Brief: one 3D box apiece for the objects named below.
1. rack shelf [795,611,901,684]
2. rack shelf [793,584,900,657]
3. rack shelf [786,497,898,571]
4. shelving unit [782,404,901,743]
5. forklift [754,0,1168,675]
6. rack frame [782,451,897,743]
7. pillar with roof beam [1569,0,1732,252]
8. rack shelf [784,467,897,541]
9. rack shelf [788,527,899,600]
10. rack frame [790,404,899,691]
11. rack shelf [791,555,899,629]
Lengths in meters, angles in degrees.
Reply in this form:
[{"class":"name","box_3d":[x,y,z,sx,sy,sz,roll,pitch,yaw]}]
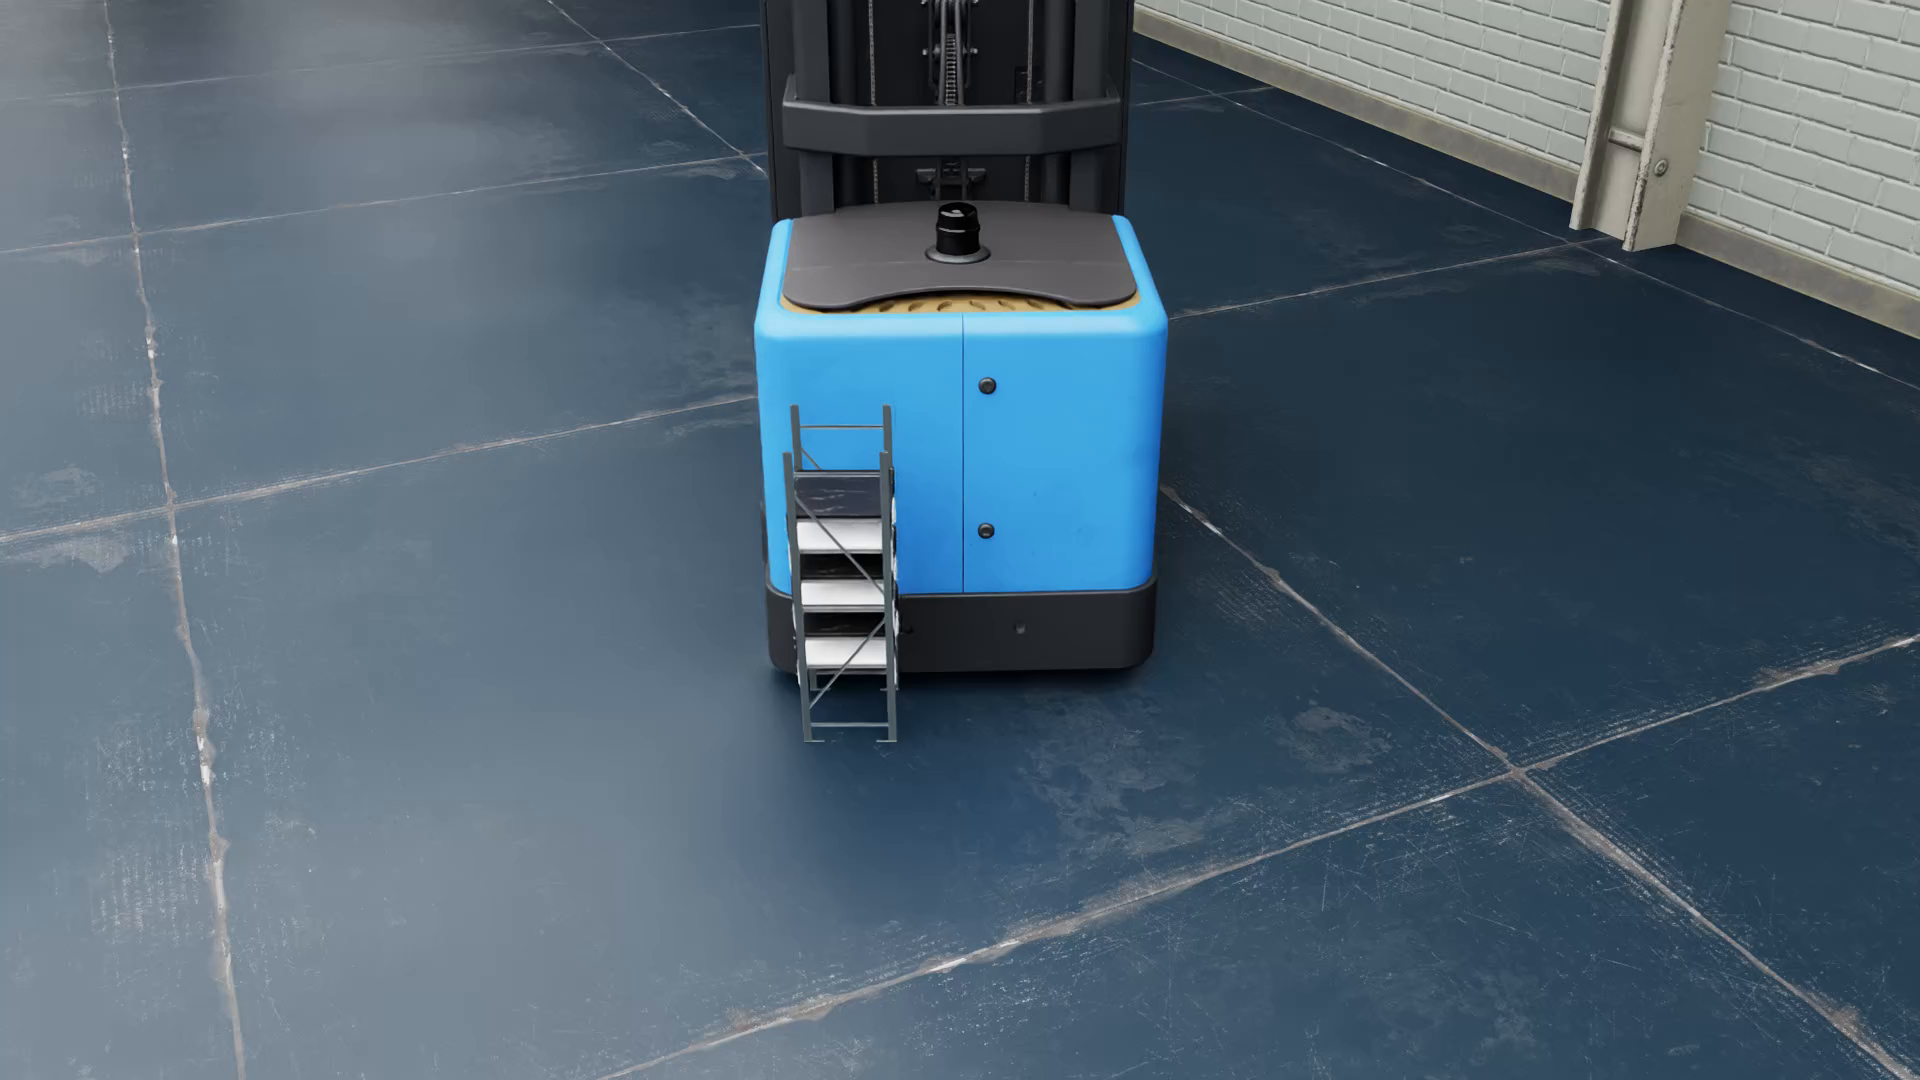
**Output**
[{"class":"rack shelf","box_3d":[-0.284,0.274,4.254,0.258,0.077,0.200,0,36,0]},{"class":"rack shelf","box_3d":[-0.284,0.202,4.200,0.258,0.077,0.200,0,36,0]},{"class":"rack shelf","box_3d":[-0.284,-0.016,4.040,0.258,0.077,0.200,0,36,0]},{"class":"shelving unit","box_3d":[-0.284,0.102,4.127,0.258,0.900,0.210,0,36,0]},{"class":"forklift","box_3d":[-0.048,-1.601,5.109,1.130,2.935,3.031,-1,29,-2]},{"class":"rack frame","box_3d":[-0.283,0.163,4.045,0.240,0.900,0.006,0,36,0]},{"class":"pillar with roof beam","box_3d":[-0.772,-4.457,3.998,9.100,9.000,0.400,-13,32,-22]},{"class":"rack shelf","box_3d":[-0.284,-0.088,3.987,0.258,0.077,0.200,0,36,0]},{"class":"rack shelf","box_3d":[-0.284,0.057,4.094,0.258,0.077,0.200,0,36,0]},{"class":"rack frame","box_3d":[-0.284,0.042,4.209,0.240,0.900,0.006,0,36,0]},{"class":"rack shelf","box_3d":[-0.284,0.129,4.147,0.258,0.077,0.200,0,36,0]}]
